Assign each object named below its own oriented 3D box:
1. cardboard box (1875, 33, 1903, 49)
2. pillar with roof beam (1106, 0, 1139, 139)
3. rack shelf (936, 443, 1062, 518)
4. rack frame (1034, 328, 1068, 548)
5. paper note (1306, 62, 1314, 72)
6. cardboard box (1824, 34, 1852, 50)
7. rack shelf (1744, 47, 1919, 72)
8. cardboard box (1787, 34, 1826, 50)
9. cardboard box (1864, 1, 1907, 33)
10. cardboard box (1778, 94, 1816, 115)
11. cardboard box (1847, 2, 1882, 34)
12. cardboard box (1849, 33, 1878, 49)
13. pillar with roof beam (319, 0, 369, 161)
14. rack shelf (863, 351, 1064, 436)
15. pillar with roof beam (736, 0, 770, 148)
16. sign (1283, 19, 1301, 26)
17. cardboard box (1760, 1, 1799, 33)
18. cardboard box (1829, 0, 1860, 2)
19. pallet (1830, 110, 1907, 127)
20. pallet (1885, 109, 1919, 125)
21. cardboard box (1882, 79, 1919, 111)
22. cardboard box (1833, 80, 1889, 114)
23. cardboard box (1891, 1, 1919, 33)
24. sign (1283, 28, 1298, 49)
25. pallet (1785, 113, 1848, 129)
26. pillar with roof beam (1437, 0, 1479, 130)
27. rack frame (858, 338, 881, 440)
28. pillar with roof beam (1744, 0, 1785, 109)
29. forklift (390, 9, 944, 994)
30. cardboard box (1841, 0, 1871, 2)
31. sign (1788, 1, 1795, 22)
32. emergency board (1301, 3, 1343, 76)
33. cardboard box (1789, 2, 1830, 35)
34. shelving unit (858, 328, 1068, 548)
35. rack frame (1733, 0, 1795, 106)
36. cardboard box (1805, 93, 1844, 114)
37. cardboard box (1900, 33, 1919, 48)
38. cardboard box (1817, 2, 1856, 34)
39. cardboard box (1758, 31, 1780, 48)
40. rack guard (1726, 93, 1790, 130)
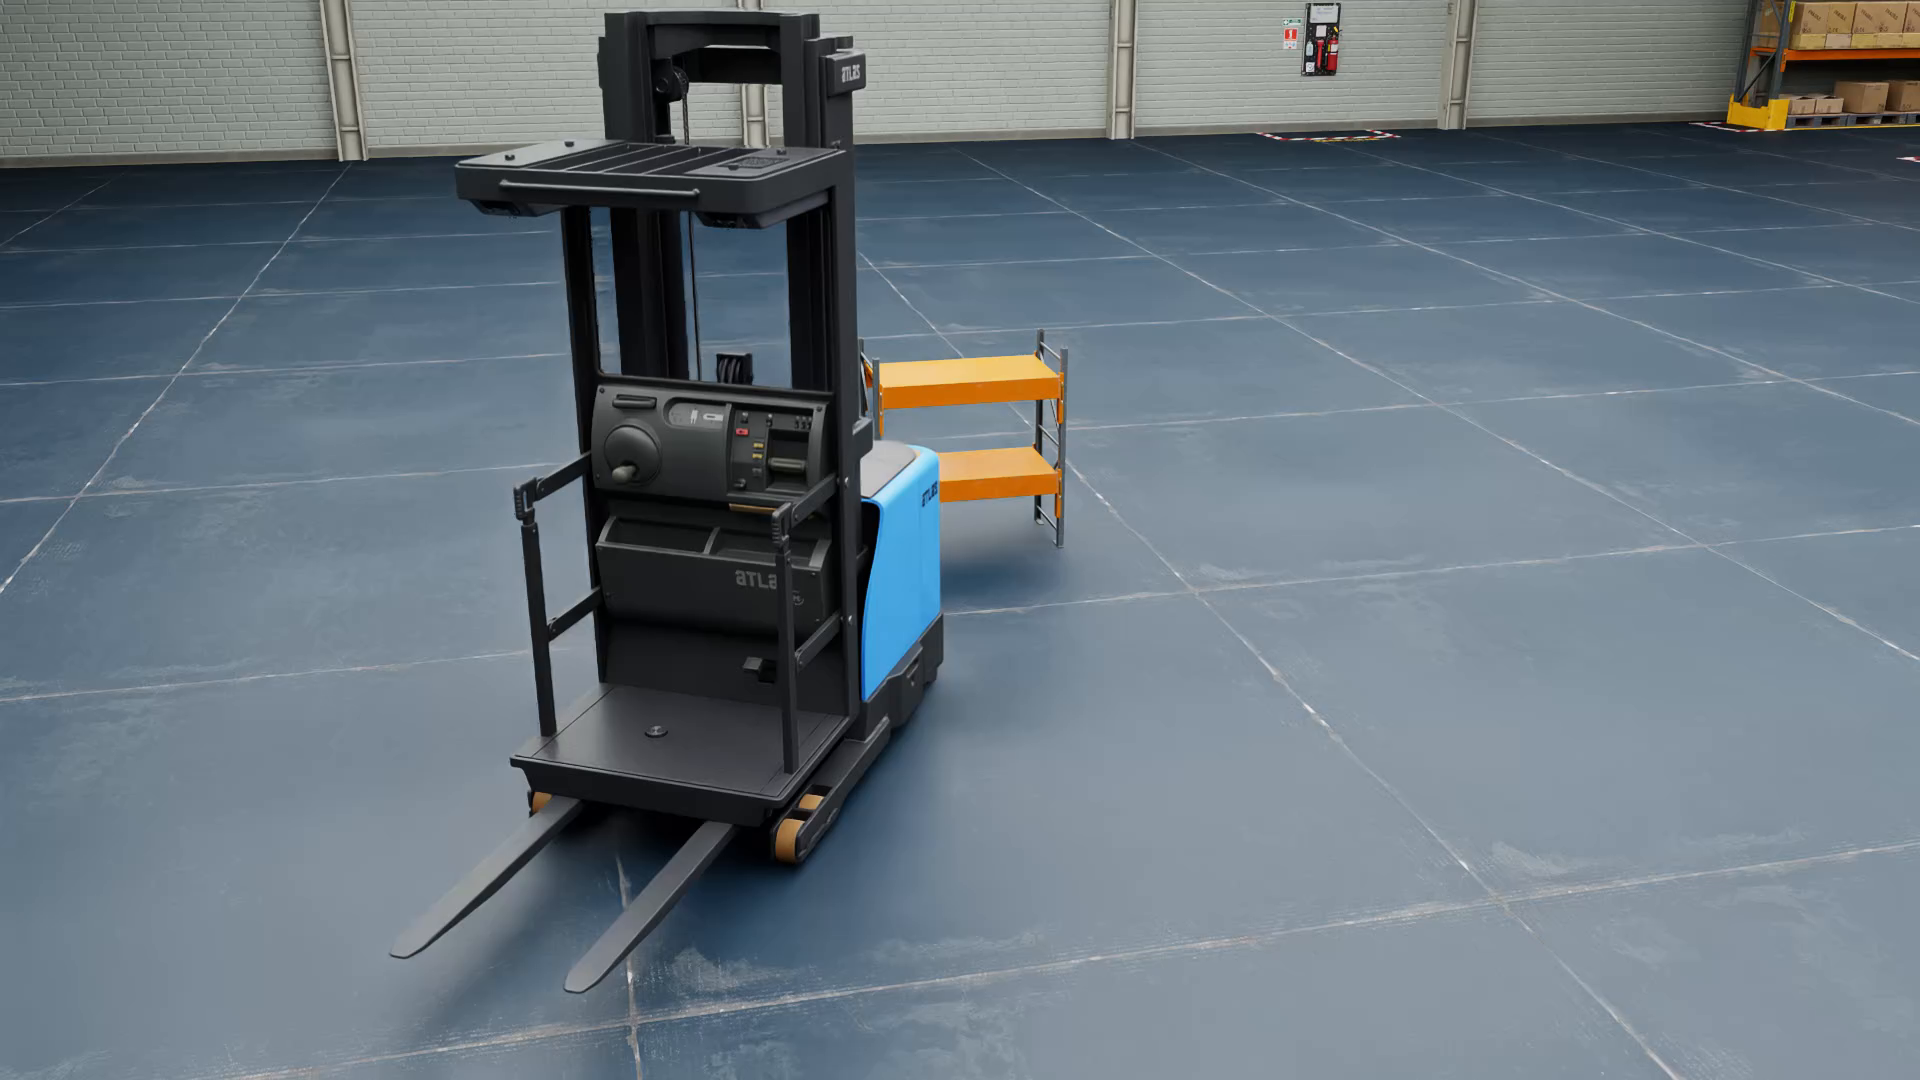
[{"bbox_3d":[15.870,-8.638,28.722,0.500,0.250,0.500,-4,21,-12],"label":"cardboard box"},{"bbox_3d":[3.625,-9.414,21.931,0.400,9.000,9.100,-5,21,-12],"label":"pillar with roof beam"},{"bbox_3d":[0.007,-0.299,9.207,1.000,0.278,0.538,-5,21,-12],"label":"rack shelf"},{"bbox_3d":[0.501,-0.569,9.232,0.032,1.125,0.500,-5,21,-12],"label":"rack frame"},{"bbox_3d":[5.872,-7.925,27.870,0.142,0.148,0.016,-5,21,-12],"label":"paper note"},{"bbox_3d":[14.880,-8.560,28.511,0.500,0.250,0.500,-5,21,-14],"label":"cardboard box"},{"bbox_3d":[15.777,-8.463,29.104,4.000,0.370,1.077,-5,21,-12],"label":"rack shelf"},{"bbox_3d":[14.378,-8.514,28.385,0.500,0.250,0.500,-5,21,-14],"label":"cardboard box"},{"bbox_3d":[15.851,-8.990,28.596,0.500,0.500,0.500,-4,20,-11],"label":"cardboard box"},{"bbox_3d":[14.524,-7.611,29.002,0.500,0.311,0.500,-7,21,-19],"label":"cardboard box"},{"bbox_3d":[15.352,-8.946,28.473,0.500,0.500,0.500,-5,21,-14],"label":"cardboard box"},{"bbox_3d":[15.377,-8.598,28.615,0.500,0.250,0.500,-5,21,-13],"label":"cardboard box"},{"bbox_3d":[-8.053,-8.464,19.338,0.400,9.000,9.100,-5,21,-12],"label":"pillar with roof beam"},{"bbox_3d":[0.007,-0.804,9.022,1.000,0.278,0.538,-5,21,-12],"label":"rack shelf"},{"bbox_3d":[-2.214,-8.939,20.634,0.400,9.000,9.100,-5,21,-12],"label":"pillar with roof beam"},{"bbox_3d":[5.504,-8.584,27.564,0.331,0.109,0.001,-5,21,-12],"label":"sign"},{"bbox_3d":[14.240,-9.042,28.737,0.500,0.500,0.500,-5,21,-13],"label":"cardboard box"},{"bbox_3d":[15.234,-9.121,28.953,0.500,0.500,0.500,-5,21,-14],"label":"cardboard box"},{"bbox_3d":[15.888,-7.487,29.447,1.213,0.211,1.003,-5,21,-12],"label":"pallet"},{"bbox_3d":[17.077,-7.585,29.714,1.213,0.211,1.003,-5,21,-12],"label":"pallet"},{"bbox_3d":[16.722,-7.897,29.505,0.500,0.500,0.500,-6,21,-17],"label":"cardboard box"},{"bbox_3d":[15.804,-7.787,29.205,0.500,0.500,0.700,-6,21,-16],"label":"cardboard box"},{"bbox_3d":[16.357,-9.032,28.709,0.500,0.500,0.500,-5,21,-14],"label":"cardboard box"},{"bbox_3d":[5.498,-8.338,27.662,0.234,0.329,0.001,-5,21,-12],"label":"sign"},{"bbox_3d":[14.703,-7.392,29.187,1.213,0.211,1.003,-5,21,-12],"label":"pallet"},{"bbox_3d":[9.464,-9.889,23.227,0.400,9.000,9.100,-5,21,-12],"label":"pillar with roof beam"},{"bbox_3d":[-0.488,-0.488,9.013,0.032,1.125,0.500,-5,21,-12],"label":"rack frame"},{"bbox_3d":[15.303,-10.364,24.524,0.400,9.000,9.100,-5,21,-12],"label":"pillar with roof beam"},{"bbox_3d":[-1.001,-0.344,5.992,1.130,2.935,3.031,6,21,16],"label":"forklift"},{"bbox_3d":[15.724,-9.161,29.061,0.500,0.500,0.500,-4,21,-12],"label":"cardboard box"},{"bbox_3d":[13.955,-8.868,27.903,0.005,0.325,0.100,-5,21,-12],"label":"sign"},{"bbox_3d":[6.060,-8.330,27.694,0.643,1.169,0.194,-5,21,-12],"label":"emergency board"},{"bbox_3d":[14.364,-8.871,28.270,0.500,0.500,0.500,-5,21,-12],"label":"cardboard box"},{"bbox_3d":[0.007,-0.529,9.123,1.048,1.125,0.538,-5,21,-12],"label":"shelving unit"},{"bbox_3d":[13.830,-8.643,28.548,0.127,3.000,1.000,-5,21,-12],"label":"rack frame"},{"bbox_3d":[15.079,-7.657,29.125,0.500,0.311,0.500,-3,20,-8],"label":"cardboard box"},{"bbox_3d":[16.359,-8.678,28.832,0.500,0.250,0.500,-5,21,-13],"label":"cardboard box"},{"bbox_3d":[14.847,-8.907,28.367,0.500,0.500,0.500,-5,21,-12],"label":"cardboard box"},{"bbox_3d":[14.241,-8.684,28.848,0.500,0.250,0.500,-4,21,-12],"label":"cardboard box"},{"bbox_3d":[13.904,-7.475,28.994,0.348,0.500,1.175,-5,21,-12],"label":"rack guard"}]
